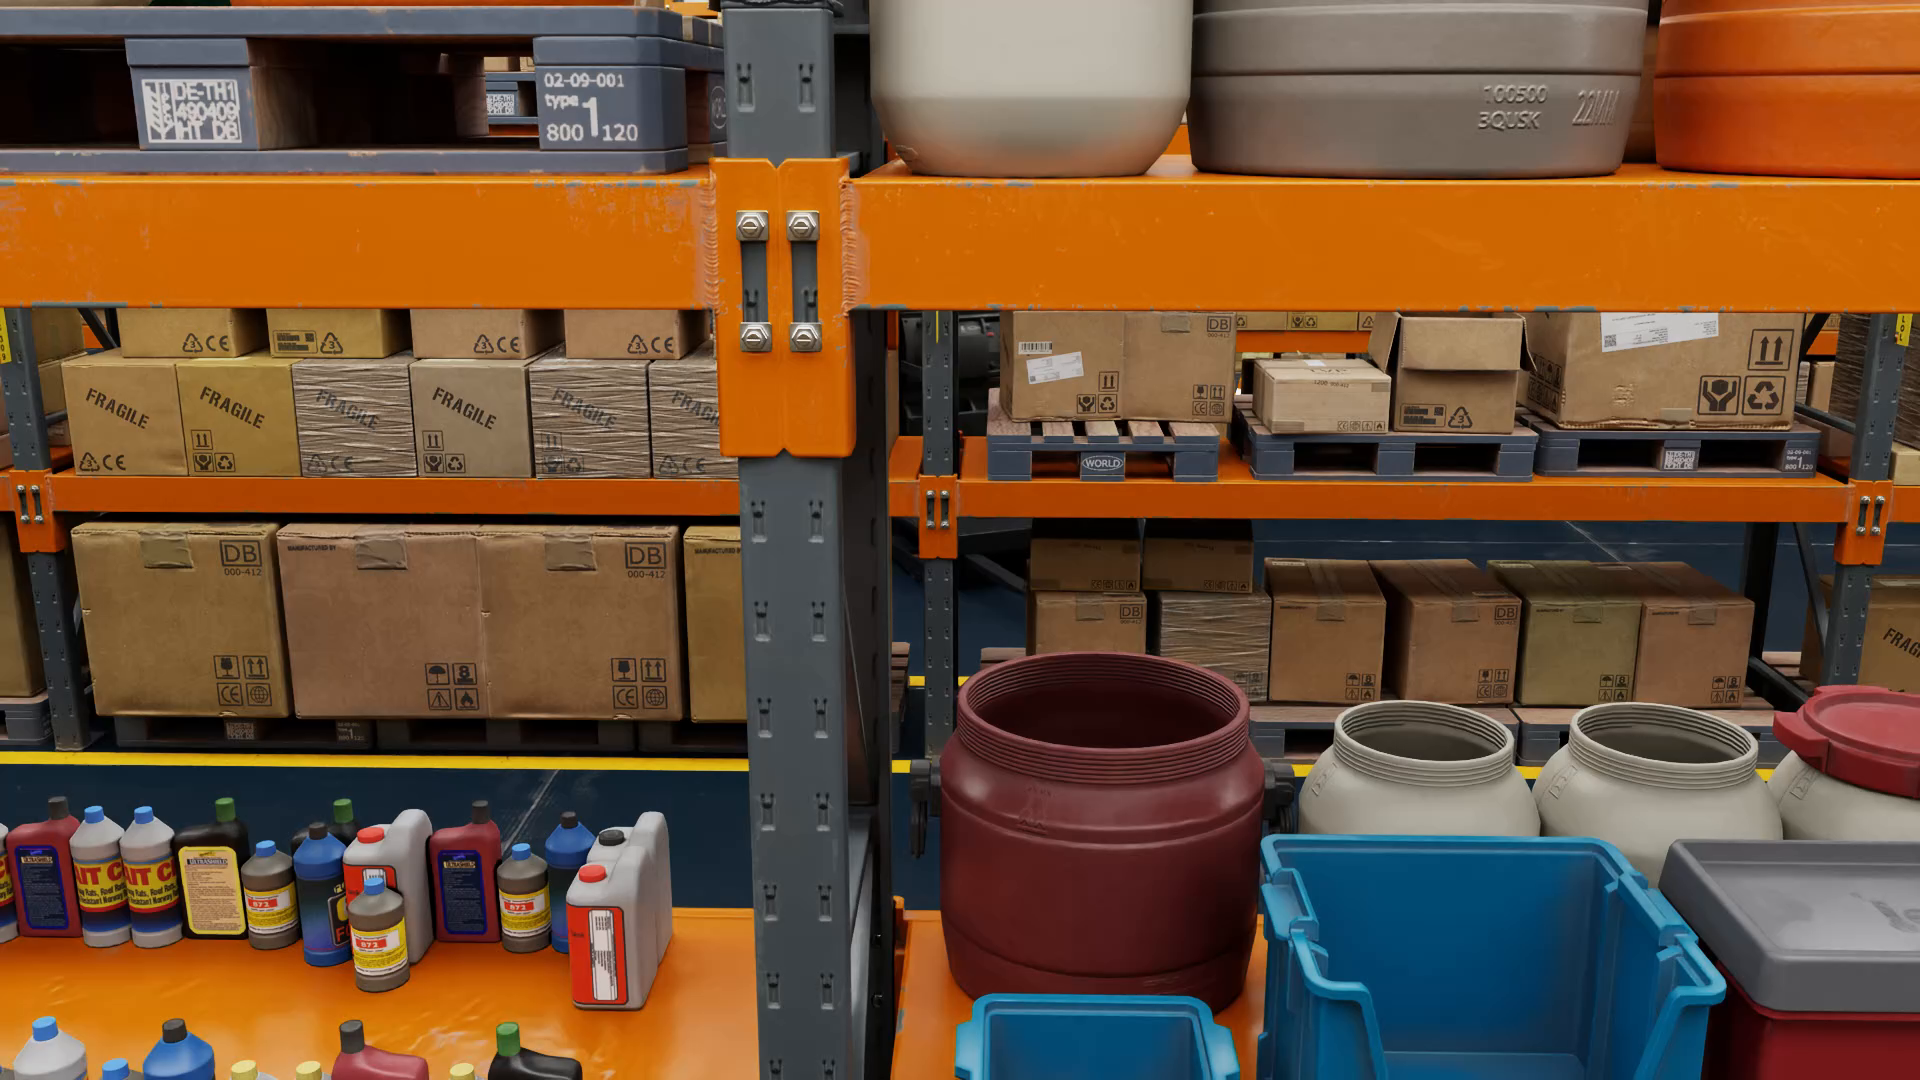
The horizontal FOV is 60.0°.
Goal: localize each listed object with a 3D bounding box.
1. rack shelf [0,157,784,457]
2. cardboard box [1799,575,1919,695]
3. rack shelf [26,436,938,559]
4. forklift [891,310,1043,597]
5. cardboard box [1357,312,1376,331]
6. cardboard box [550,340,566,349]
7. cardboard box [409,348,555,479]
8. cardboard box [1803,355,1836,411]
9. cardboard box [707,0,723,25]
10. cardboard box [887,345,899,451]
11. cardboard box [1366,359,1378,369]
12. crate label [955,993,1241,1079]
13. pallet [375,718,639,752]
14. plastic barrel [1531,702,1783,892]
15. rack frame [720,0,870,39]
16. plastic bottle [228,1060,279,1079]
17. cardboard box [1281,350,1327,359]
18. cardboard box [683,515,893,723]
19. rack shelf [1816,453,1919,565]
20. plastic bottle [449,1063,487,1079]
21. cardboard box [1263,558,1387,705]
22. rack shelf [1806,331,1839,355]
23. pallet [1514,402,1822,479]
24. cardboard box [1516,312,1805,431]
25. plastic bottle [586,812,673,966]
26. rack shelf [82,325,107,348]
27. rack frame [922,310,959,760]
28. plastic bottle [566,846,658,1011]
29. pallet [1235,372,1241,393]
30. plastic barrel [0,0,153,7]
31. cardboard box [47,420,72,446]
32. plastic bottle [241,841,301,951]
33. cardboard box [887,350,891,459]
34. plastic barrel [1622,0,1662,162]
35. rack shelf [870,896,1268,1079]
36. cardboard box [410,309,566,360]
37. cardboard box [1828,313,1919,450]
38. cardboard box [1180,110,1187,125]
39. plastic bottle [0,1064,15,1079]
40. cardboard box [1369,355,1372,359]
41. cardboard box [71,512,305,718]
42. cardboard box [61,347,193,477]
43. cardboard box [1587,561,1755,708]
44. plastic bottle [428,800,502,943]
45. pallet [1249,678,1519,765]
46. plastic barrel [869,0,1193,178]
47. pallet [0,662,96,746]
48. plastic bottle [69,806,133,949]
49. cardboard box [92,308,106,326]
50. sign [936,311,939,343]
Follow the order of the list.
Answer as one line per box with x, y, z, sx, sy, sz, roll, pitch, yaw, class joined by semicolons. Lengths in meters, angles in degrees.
-2.210;-0.428;2.612;4.000;0.370;1.077;0;15;1;rack shelf
4.314;0.469;7.759;0.500;0.500;0.500;0;15;0;cardboard box
-2.083;-0.241;7.783;4.000;0.370;1.077;0;15;1;rack shelf
0.165;-1.247;10.320;1.130;2.935;3.031;-6;16;-22;forklift
3.109;-1.801;12.089;0.500;0.500;0.500;0;15;1;cardboard box
-2.090;-0.705;7.938;0.500;0.500;0.500;0;15;2;cardboard box
-2.110;-0.575;7.442;0.500;0.500;0.500;1;15;2;cardboard box
6.582;-0.956;12.426;0.875;0.875;0.875;0;15;1;cardboard box
-0.695;-2.265;7.137;0.637;0.503;0.797;1;15;5;cardboard box
-0.563;-0.696;7.904;0.500;0.500;0.500;1;15;3;cardboard box
3.520;-0.910;12.496;0.750;0.750;1.050;0;15;1;cardboard box
0.201;0.867;2.503;0.416;0.233;0.303;0;15;1;crate label
-2.087;0.740;8.122;1.213;0.211;1.003;0;15;1;pallet
1.245;0.588;3.010;0.421;0.512;0.421;0;15;0;plastic barrel
-0.210;-2.213;2.089;0.127;3.000;1.000;0;15;1;rack frame
-1.069;0.882;2.505;0.097;0.201;0.097;0;15;0;plastic bottle
1.590;-0.772;7.825;0.258;0.266;0.396;0;15;0;cardboard box
-0.773;0.239;7.896;0.875;0.875;1.225;0;15;-1;cardboard box
5.914;-0.189;7.585;4.000;0.370;1.077;0;15;1;rack shelf
-0.741;0.884;2.497;0.097;0.201;0.097;0;15;0;plastic bottle
1.708;0.422;7.898;0.500;0.500;0.700;2;15;6;cardboard box
6.142;-1.453;12.377;4.000;0.370;1.077;0;15;1;rack shelf
3.155;-0.499;7.727;1.213;0.211;1.003;0;15;1;pallet
3.124;-1.083;7.568;1.000;1.000;1.000;0;15;2;cardboard box
-0.635;0.662;3.193;0.135;0.276;0.152;0;15;1;plastic bottle
-5.854;-1.531;12.673;4.000;0.370;1.077;0;15;1;rack shelf
-0.084;-0.576;7.641;0.127;3.000;1.000;0;15;1;rack frame
-0.639;0.701;3.046;0.135;0.276;0.152;0;15;1;plastic bottle
3.390;-1.733;17.495;1.213;0.211;1.003;0;15;1;pallet
-1.286;-0.869;2.320;0.301;0.262;0.301;0;15;0;plastic barrel
-4.370;-0.567;8.101;0.250;0.149;0.380;0;15;2;cardboard box
-1.346;0.687;3.246;0.097;0.201;0.097;0;15;0;plastic bottle
-0.583;-0.564;7.401;0.500;0.500;0.500;1;15;3;cardboard box
1.067;-0.747;2.683;0.301;0.262;0.301;0;15;0;plastic barrel
1.789;1.048;2.896;4.000;0.370;1.077;0;15;1;rack shelf
-2.136;-1.125;7.563;0.637;0.503;0.797;1;15;3;cardboard box
4.363;-0.723;7.421;0.500;0.500;0.875;0;15;1;cardboard box
0.893;-1.882;7.007;0.500;0.250;0.500;1;15;3;cardboard box
-1.458;0.880;2.515;0.097;0.201;0.097;0;15;0;plastic bottle
4.152;-1.780;15.623;0.500;0.500;0.500;0;15;1;cardboard box
-3.442;0.222;7.961;0.875;0.875;1.225;0;15;2;cardboard box
-3.629;-0.583;7.474;0.500;0.500;0.500;0;15;2;cardboard box
3.302;0.437;7.841;0.500;0.500;0.700;-1;15;-3;cardboard box
-0.962;0.645;3.244;0.133;0.283;0.061;0;15;1;plastic bottle
1.914;0.787;7.944;1.213;0.211;1.003;0;15;1;pallet
0.092;-0.737;2.153;0.421;0.512;0.421;0;15;0;plastic barrel
-4.841;0.722;8.190;1.213;0.211;1.003;0;15;1;pallet
-1.674;0.651;3.246;0.097;0.271;0.097;0;15;0;plastic bottle
-6.236;-1.695;12.376;0.250;0.149;0.380;0;15;0;cardboard box
-0.095;-0.994;6.957;0.005;0.325;0.100;0;15;1;sign
